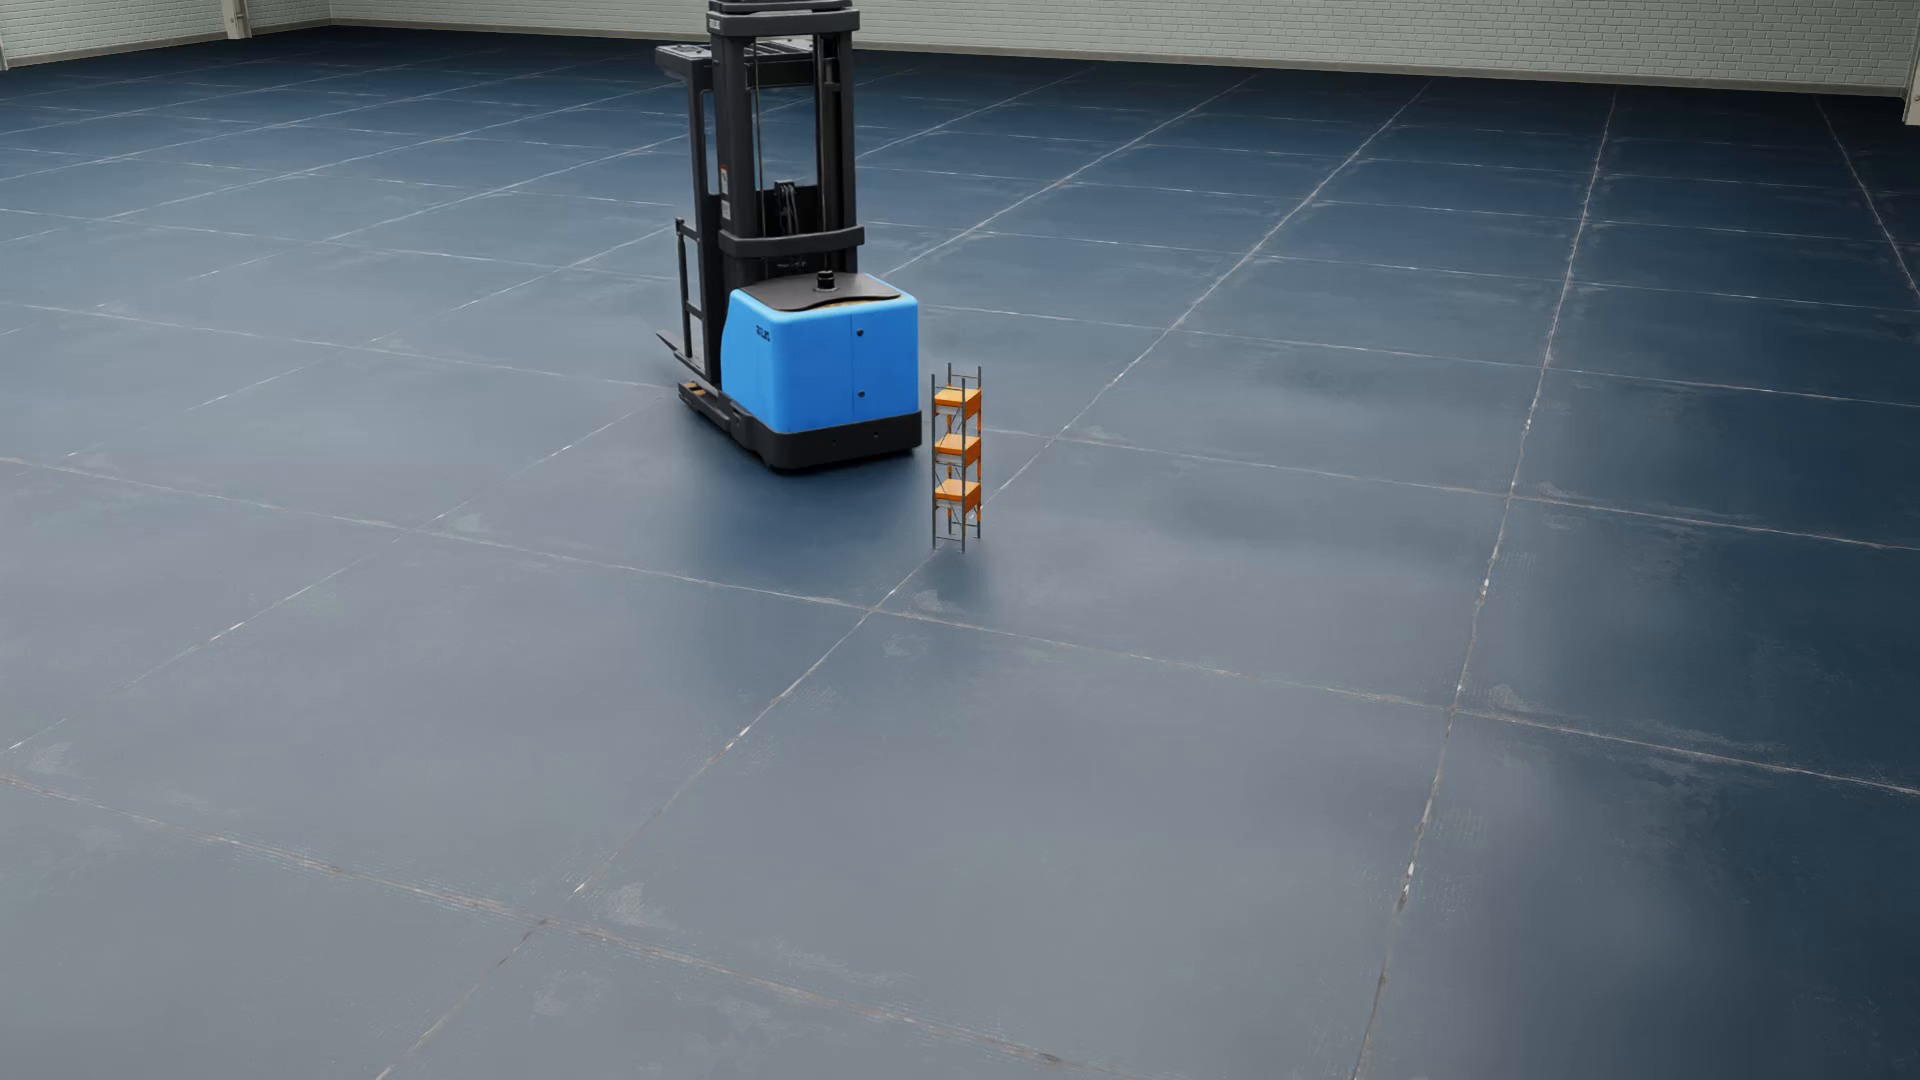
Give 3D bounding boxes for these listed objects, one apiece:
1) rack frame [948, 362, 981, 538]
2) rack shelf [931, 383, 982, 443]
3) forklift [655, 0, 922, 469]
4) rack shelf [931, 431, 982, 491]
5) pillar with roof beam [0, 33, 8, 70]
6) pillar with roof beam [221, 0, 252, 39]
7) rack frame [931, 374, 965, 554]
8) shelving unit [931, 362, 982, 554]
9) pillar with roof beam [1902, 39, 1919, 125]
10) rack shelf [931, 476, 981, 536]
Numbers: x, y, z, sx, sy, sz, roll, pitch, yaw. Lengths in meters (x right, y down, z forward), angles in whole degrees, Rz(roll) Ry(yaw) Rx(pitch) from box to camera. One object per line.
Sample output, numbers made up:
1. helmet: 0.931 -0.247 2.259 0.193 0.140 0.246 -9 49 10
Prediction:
1. rack frame: 0.025 -0.509 9.606 0.200 1.050 0.008 9 24 20
2. rack shelf: -0.020 -0.717 9.397 0.215 0.259 0.240 9 24 20
3. forklift: -1.390 -2.336 11.539 1.130 2.935 3.031 -12 25 -26
4. rack shelf: -0.020 -0.456 9.506 0.215 0.259 0.240 9 24 20
5. pillar with roof beam: -13.471 -12.010 26.828 9.100 9.000 0.400 9 24 20
6. pillar with roof beam: -11.242 -14.157 31.968 9.100 9.000 0.400 9 24 20
7. rack frame: -0.065 -0.422 9.397 0.200 1.050 0.008 9 24 20
8. shelving unit: -0.020 -0.465 9.502 0.215 1.050 0.252 9 24 20
9. pillar with roof beam: 10.010 -10.880 24.123 9.100 9.000 0.400 9 24 20
10. rack shelf: -0.020 -0.199 9.613 0.215 0.259 0.240 9 24 20
